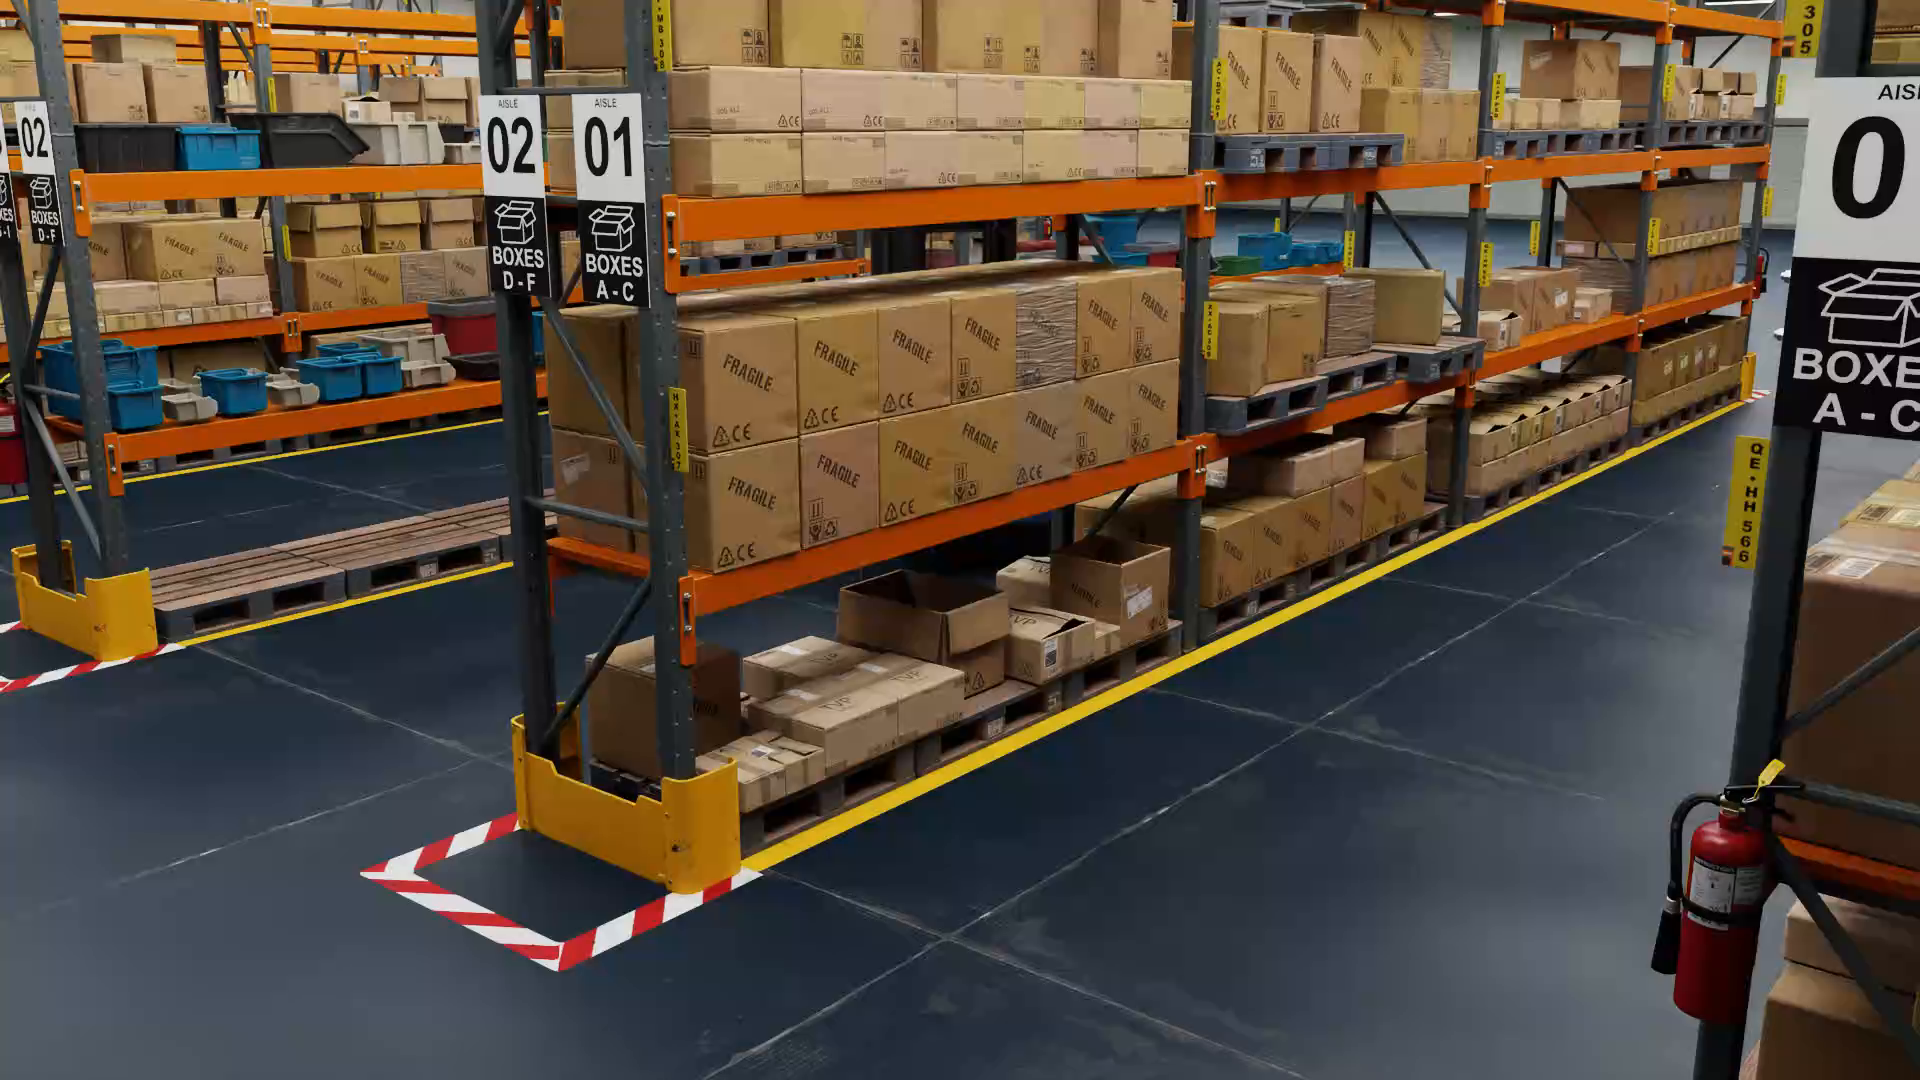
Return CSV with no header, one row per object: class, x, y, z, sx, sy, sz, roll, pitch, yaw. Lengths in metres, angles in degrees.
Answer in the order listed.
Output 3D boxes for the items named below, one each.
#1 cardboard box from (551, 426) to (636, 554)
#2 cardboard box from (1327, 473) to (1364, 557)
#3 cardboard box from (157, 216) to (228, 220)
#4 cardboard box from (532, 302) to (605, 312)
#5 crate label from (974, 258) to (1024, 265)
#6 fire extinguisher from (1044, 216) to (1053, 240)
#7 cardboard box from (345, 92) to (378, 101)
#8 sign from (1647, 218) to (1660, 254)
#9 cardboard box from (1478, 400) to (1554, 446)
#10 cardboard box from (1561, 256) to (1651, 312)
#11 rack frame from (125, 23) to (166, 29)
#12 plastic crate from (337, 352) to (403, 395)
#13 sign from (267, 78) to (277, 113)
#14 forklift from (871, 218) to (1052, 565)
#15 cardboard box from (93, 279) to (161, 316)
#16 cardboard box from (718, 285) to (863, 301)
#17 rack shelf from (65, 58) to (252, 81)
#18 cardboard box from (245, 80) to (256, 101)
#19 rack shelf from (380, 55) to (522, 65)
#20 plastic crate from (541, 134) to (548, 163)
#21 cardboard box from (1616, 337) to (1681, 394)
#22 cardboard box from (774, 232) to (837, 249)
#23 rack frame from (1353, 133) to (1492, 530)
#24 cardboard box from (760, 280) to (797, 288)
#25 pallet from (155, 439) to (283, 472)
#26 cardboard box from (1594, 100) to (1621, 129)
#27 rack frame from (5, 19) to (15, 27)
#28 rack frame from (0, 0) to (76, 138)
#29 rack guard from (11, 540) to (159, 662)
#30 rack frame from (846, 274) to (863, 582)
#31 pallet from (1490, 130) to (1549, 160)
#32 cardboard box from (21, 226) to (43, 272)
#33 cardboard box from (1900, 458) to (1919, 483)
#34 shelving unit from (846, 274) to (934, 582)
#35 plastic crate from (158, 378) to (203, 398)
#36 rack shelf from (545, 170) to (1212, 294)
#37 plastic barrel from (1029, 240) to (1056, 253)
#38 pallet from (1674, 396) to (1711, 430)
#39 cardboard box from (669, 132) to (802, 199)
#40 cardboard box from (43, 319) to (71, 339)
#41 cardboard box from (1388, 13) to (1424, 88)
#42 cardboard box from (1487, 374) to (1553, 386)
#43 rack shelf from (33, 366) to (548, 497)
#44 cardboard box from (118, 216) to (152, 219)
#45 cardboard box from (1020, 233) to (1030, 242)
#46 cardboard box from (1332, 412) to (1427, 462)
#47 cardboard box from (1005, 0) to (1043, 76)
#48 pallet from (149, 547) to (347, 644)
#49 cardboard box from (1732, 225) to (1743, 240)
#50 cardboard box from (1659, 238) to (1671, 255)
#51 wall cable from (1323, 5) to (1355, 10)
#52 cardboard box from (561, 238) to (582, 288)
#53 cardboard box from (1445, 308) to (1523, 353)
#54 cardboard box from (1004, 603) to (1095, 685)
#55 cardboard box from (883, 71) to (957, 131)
cardboard box,-1.447,-0.268,7.384,0.500,0.500,0.500,12,19,39
cardboard box,2.455,-0.210,11.540,0.500,0.500,0.500,10,18,35
cardboard box,-7.206,-2.775,15.630,0.500,0.500,0.500,11,18,38
cardboard box,-4.642,-2.203,18.664,1.225,0.875,0.875,10,17,35
crate label,0.495,-2.557,16.524,0.502,0.435,0.616,11,18,38
fire extinguisher,1.267,-4.603,24.808,0.296,0.674,0.183,11,18,38
cardboard box,-9.651,-7.154,27.035,0.500,0.250,0.500,12,18,39
sign,6.453,-2.831,15.484,0.100,0.325,0.005,11,18,38
cardboard box,4.714,-1.021,14.142,0.500,0.311,0.500,11,18,36
cardboard box,6.299,-2.525,16.266,0.700,0.500,0.500,11,18,36
rack frame,-11.900,-7.599,24.260,1.000,3.000,0.127,11,18,38
plastic crate,-3.940,-1.113,11.131,0.416,0.233,0.300,11,18,38
sign,-6.273,-4.049,15.166,0.100,0.325,0.005,11,18,38
forklift,-0.228,-1.565,12.831,1.130,2.935,3.031,-5,15,-21
cardboard box,-7.423,-2.141,14.659,0.500,0.250,0.500,12,18,39
cardboard box,-0.812,-0.950,8.036,0.500,0.500,0.500,12,18,39
rack shelf,-14.506,-8.207,28.926,1.077,0.370,4.000,11,18,38
cardboard box,-8.909,-5.630,20.841,0.396,0.266,0.258,11,18,38
rack shelf,-8.129,-8.398,28.872,1.077,0.370,4.000,11,18,38
plastic crate,-2.885,-2.849,12.082,0.450,0.188,0.662,11,18,38
cardboard box,6.868,-1.762,16.675,0.500,0.500,0.500,11,18,38
cardboard box,-2.286,-4.288,21.338,1.000,1.000,1.000,11,18,38
rack frame,3.511,-1.624,12.924,1.000,3.000,0.127,11,18,38
cardboard box,-3.333,-4.511,27.748,0.875,0.875,0.875,11,18,38
pallet,-7.245,-0.907,15.764,1.003,0.211,1.213,11,18,38
cardboard box,5.630,-3.858,15.078,0.500,0.250,0.500,14,20,43
rack frame,-15.763,-8.367,27.281,1.000,3.000,0.127,11,18,38
rack frame,-5.368,-3.767,9.175,1.000,3.000,0.127,11,18,38
rack guard,-5.373,0.359,10.195,1.175,0.500,0.348,11,18,38
rack frame,-0.705,-0.706,11.137,0.015,2.100,0.400,-3,15,-13
pallet,3.868,-3.130,13.144,1.213,0.211,1.003,12,19,40
cardboard box,-10.585,-3.235,18.458,0.500,0.500,0.500,11,18,38
cardboard box,3.586,0.143,5.357,0.980,0.700,0.700,10,17,35
shelving unit,-0.468,-0.720,11.193,0.503,2.100,0.431,-3,15,-13
plastic crate,-4.996,-0.945,10.664,0.396,0.136,0.243,11,18,38
rack shelf,-0.260,-1.580,8.120,1.077,0.370,4.000,11,18,38
plastic barrel,0.942,-2.934,17.802,0.433,0.535,0.433,0,14,0
pallet,7.324,-1.419,17.781,1.003,0.211,1.213,11,18,38
cardboard box,-0.997,-1.532,6.775,0.500,0.250,0.500,11,18,38
cardboard box,-7.774,-1.816,14.189,0.380,0.149,0.250,11,18,36
cardboard box,2.911,-3.431,11.710,0.500,0.500,0.500,11,18,38
cardboard box,5.253,-1.397,15.624,0.500,0.311,0.500,11,18,37
rack shelf,-4.111,-0.894,11.510,1.077,0.370,4.000,11,18,38
cardboard box,-9.903,-3.807,19.966,0.380,0.149,0.250,11,18,37
cardboard box,0.818,-4.482,24.683,0.380,0.149,0.250,11,18,38
cardboard box,3.074,-0.762,12.192,0.500,0.250,0.500,12,19,40
cardboard box,-0.013,-2.575,8.343,0.700,0.500,0.500,11,18,38
pallet,-4.819,0.340,10.855,1.003,0.211,1.213,11,18,38
cardboard box,8.447,-3.416,18.459,0.380,0.149,0.250,11,18,37
cardboard box,6.827,-2.923,16.515,0.380,0.149,0.250,11,18,37
wall cable,11.966,-16.534,55.479,3.097,2.526,0.112,11,18,38
cardboard box,-4.309,-3.074,18.426,0.500,0.500,0.500,12,19,39
cardboard box,4.224,-1.722,13.491,0.500,0.311,0.500,11,18,37
cardboard box,0.388,0.528,9.018,0.500,0.311,0.500,11,18,38
cardboard box,-0.363,-1.965,7.463,0.500,0.250,0.500,11,18,38
